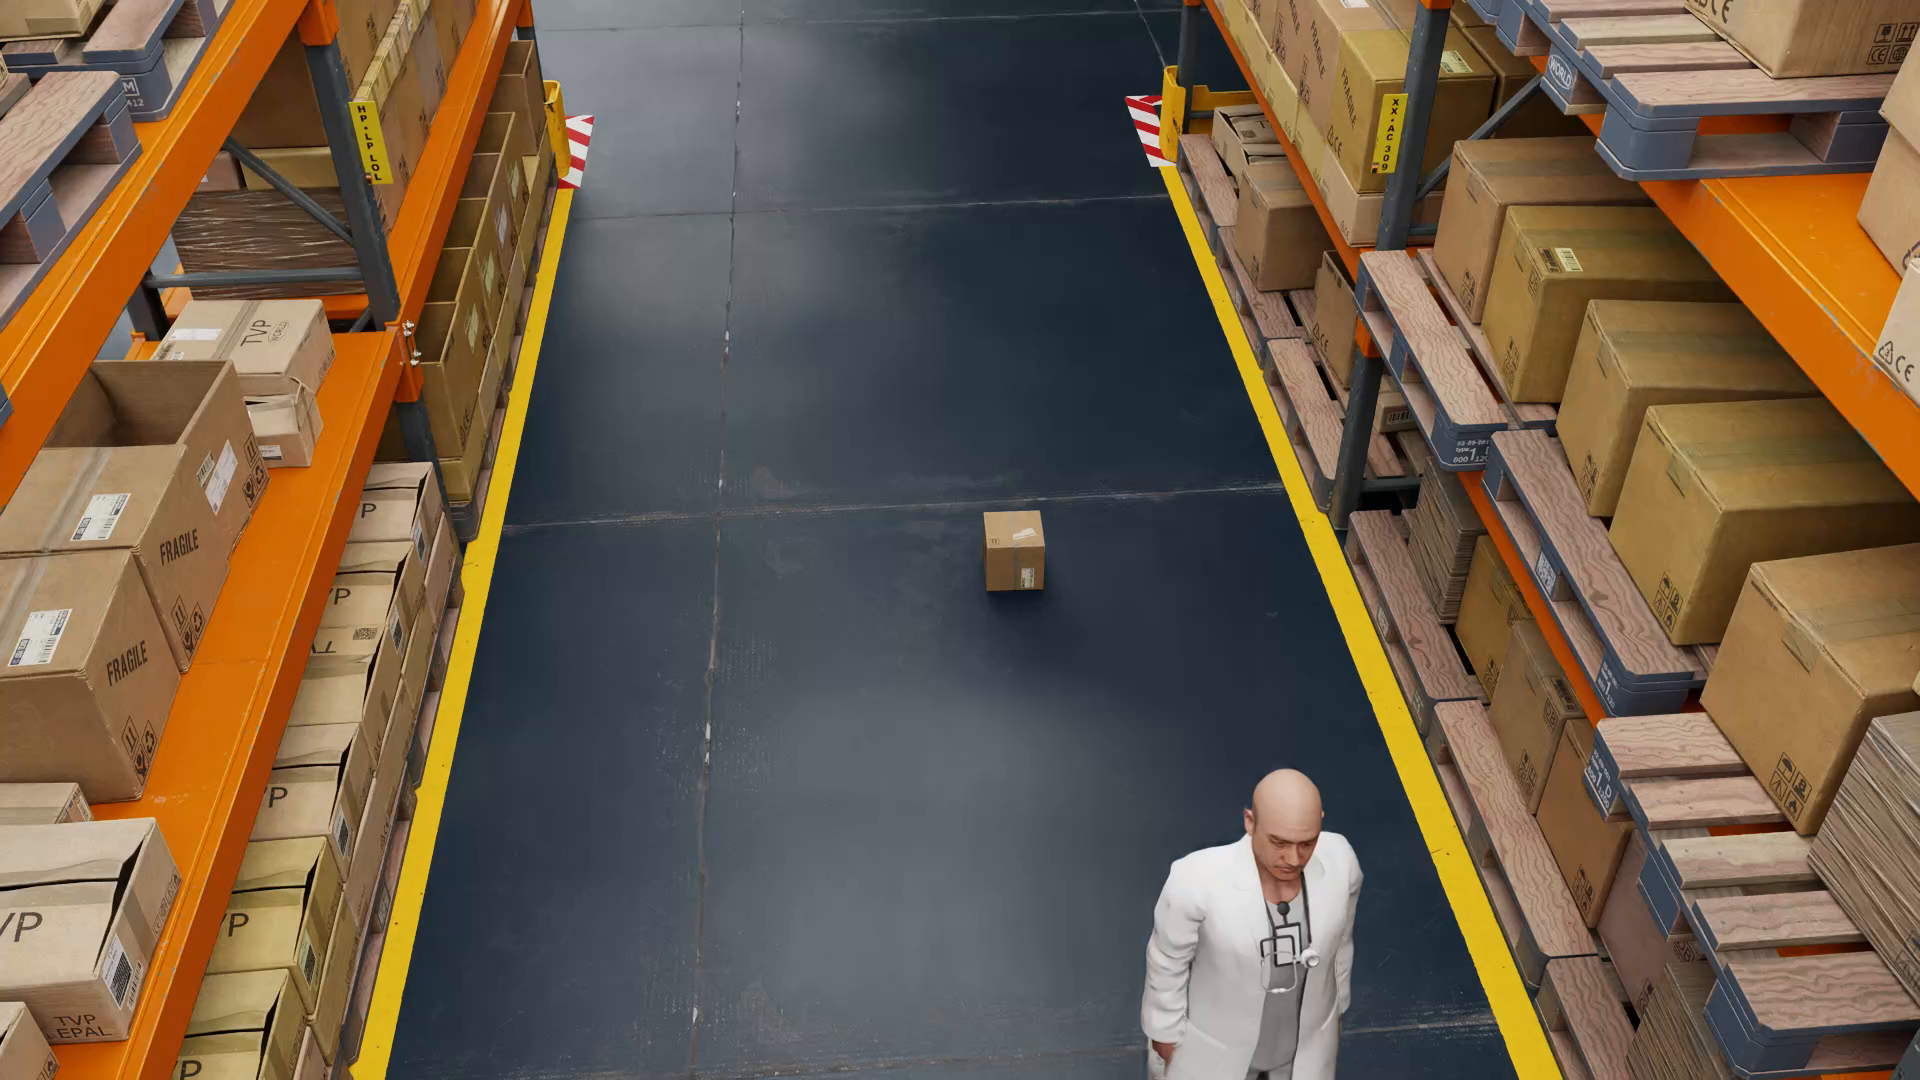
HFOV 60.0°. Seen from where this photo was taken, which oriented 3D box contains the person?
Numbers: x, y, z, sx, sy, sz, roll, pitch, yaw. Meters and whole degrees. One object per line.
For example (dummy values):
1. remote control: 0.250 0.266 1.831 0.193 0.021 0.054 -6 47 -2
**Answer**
1. person: 0.778 1.285 4.524 0.590 1.760 0.724 -8 39 -10
